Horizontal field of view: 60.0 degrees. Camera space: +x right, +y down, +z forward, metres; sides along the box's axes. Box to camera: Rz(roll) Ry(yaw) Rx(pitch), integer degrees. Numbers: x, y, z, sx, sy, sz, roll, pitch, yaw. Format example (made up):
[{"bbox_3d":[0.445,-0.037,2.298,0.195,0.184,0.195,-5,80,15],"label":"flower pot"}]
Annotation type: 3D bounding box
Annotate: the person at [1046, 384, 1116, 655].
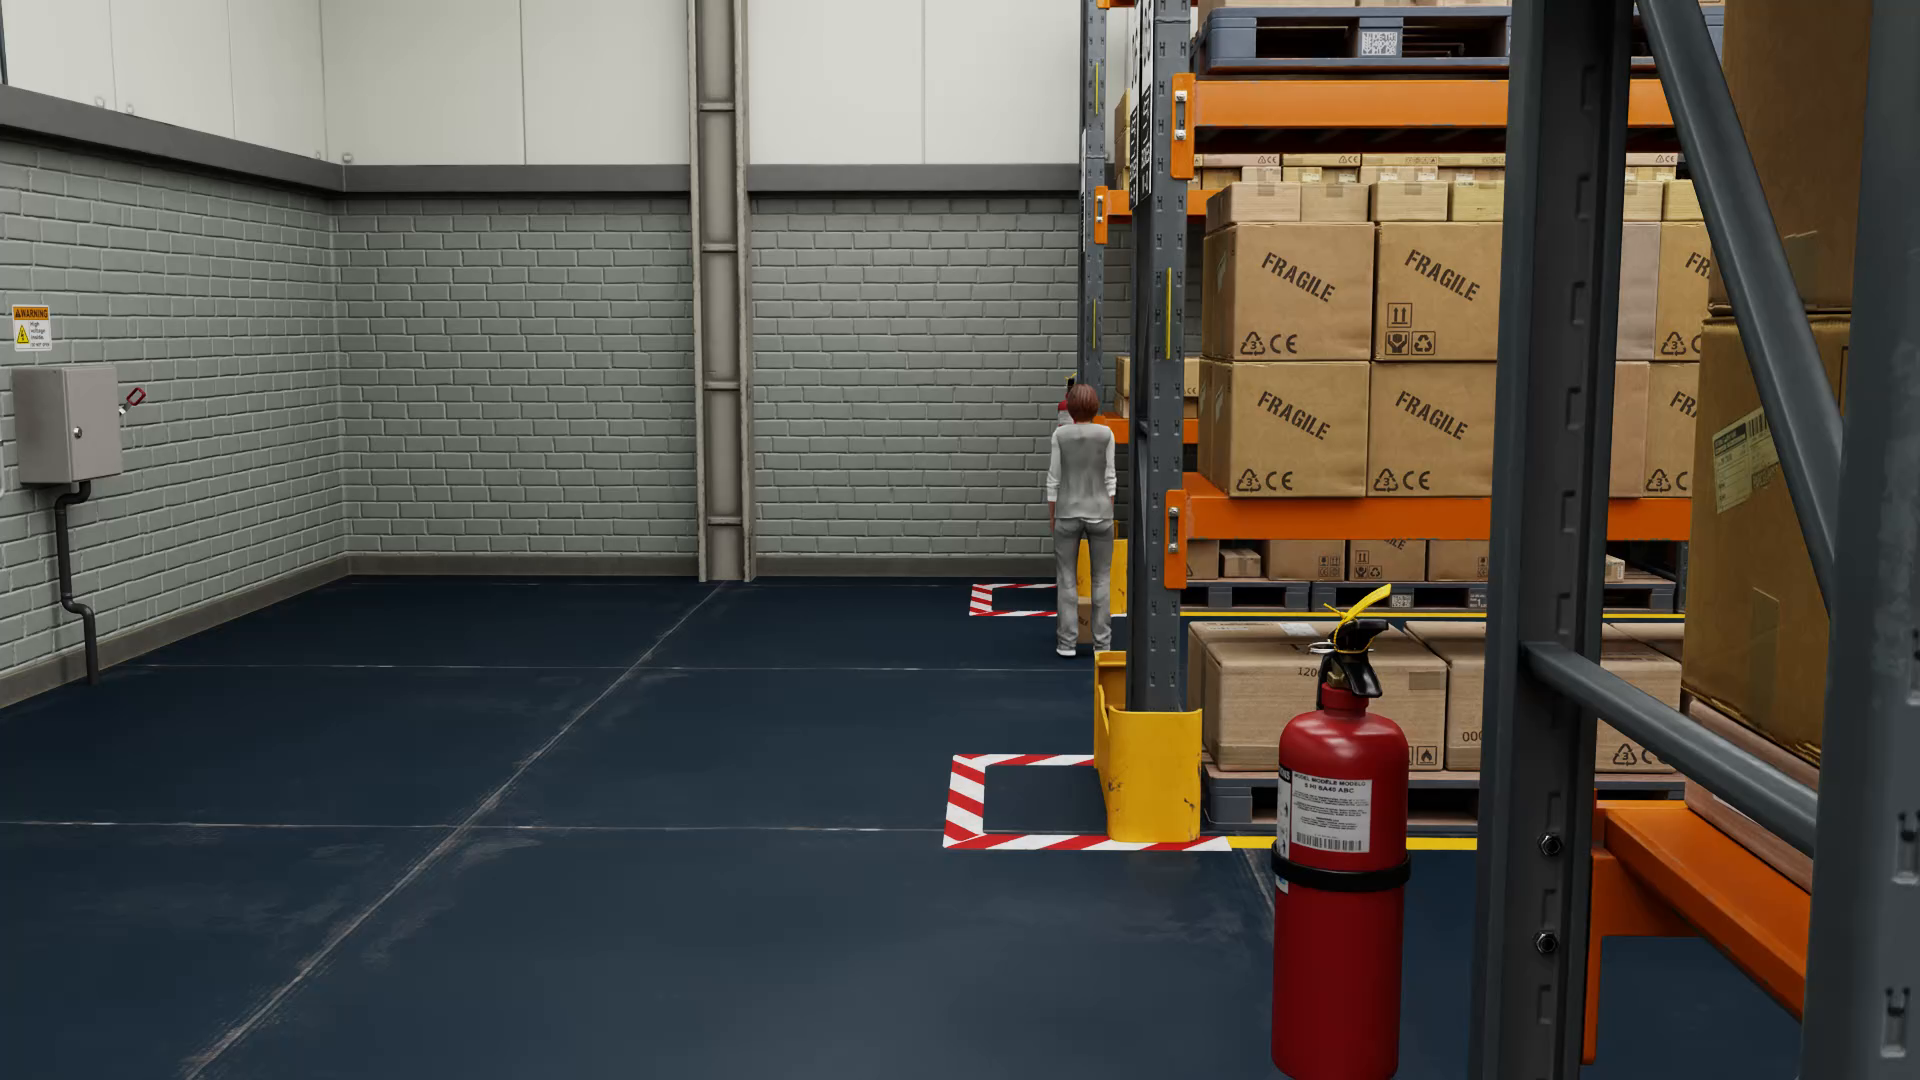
[{"bbox_3d":[0.705,-0.109,9.708,0.407,1.589,0.304,0,7,2],"label":"person"}]
